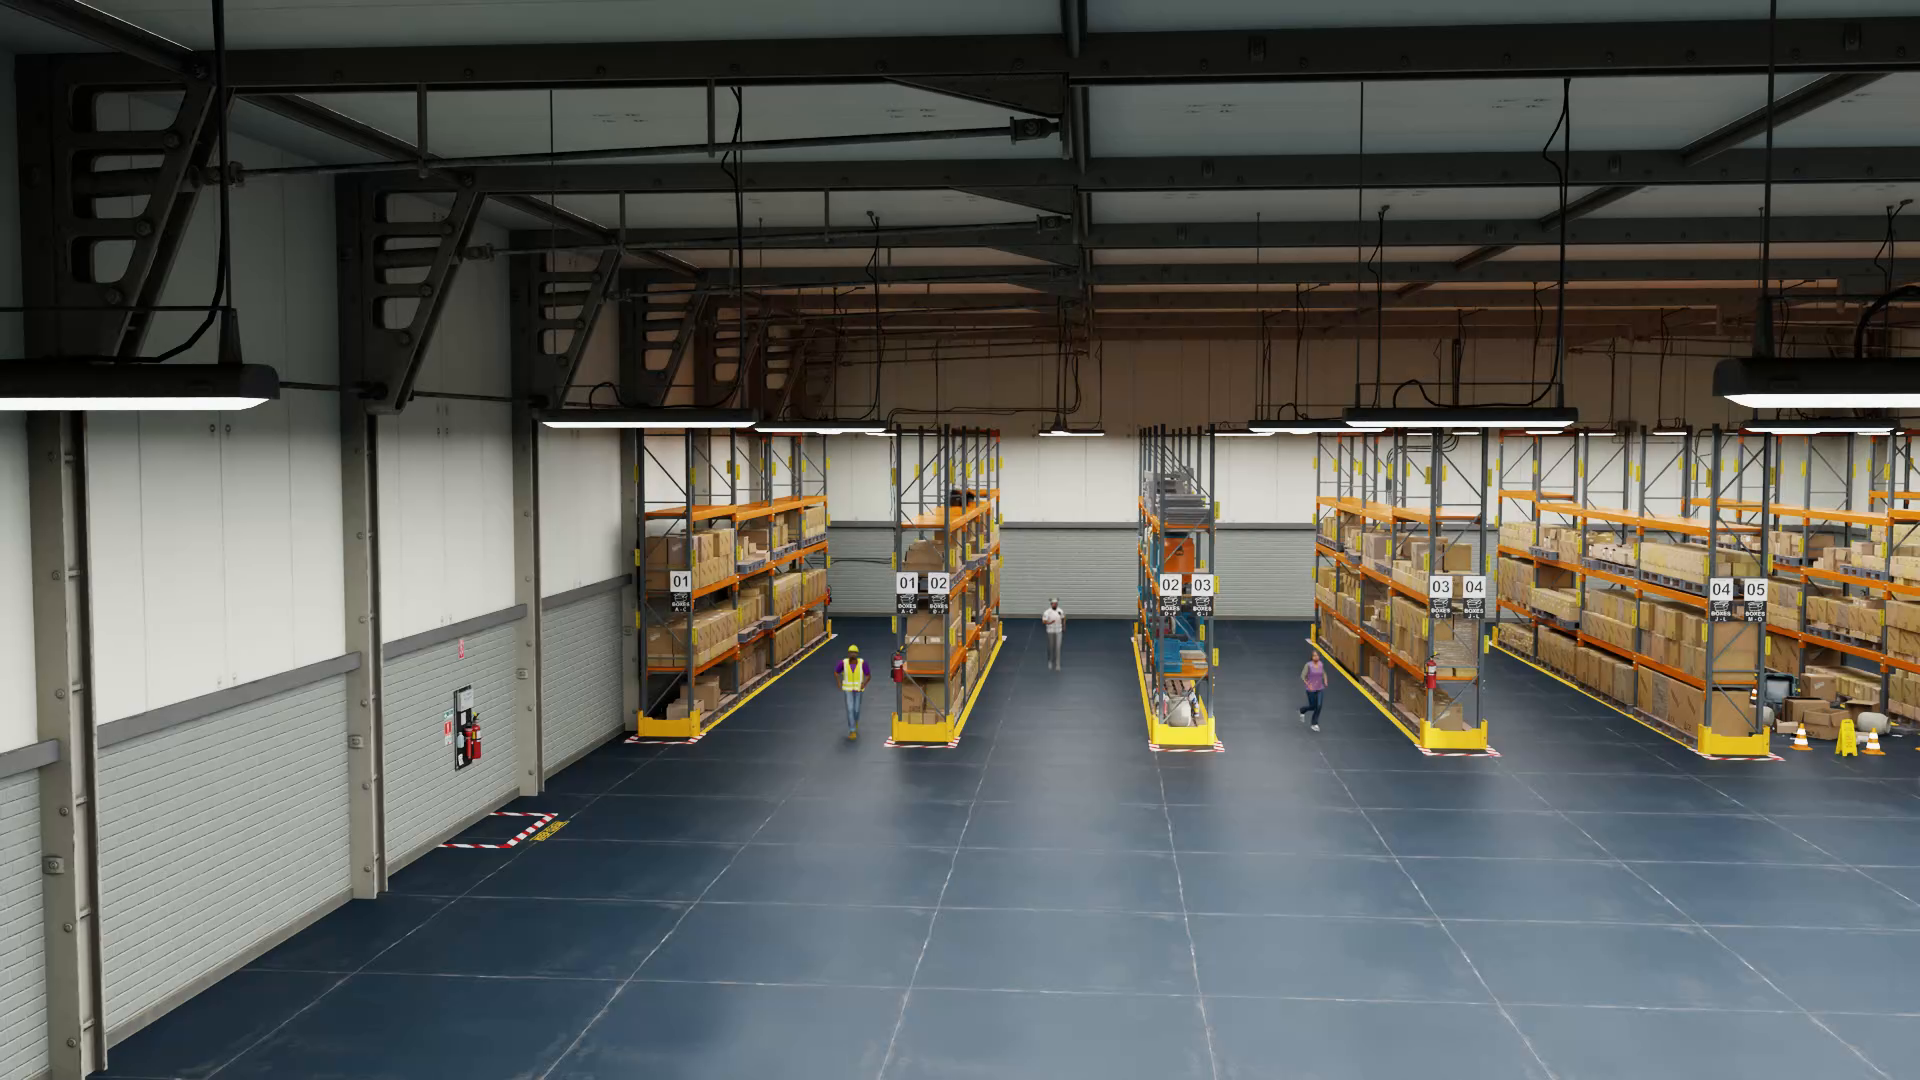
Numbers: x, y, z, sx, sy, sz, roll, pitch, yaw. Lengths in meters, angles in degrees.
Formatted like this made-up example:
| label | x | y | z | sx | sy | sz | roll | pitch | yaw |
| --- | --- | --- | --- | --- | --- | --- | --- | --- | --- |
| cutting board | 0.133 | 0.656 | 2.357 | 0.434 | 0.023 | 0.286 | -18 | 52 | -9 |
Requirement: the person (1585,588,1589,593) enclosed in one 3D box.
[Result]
| label | x | y | z | sx | sy | sz | roll | pitch | yaw |
| --- | --- | --- | --- | --- | --- | --- | --- | --- | --- |
| person | 16.890 | 2.144 | 44.921 | 0.658 | 1.718 | 0.894 | 0 | 3 | 2 |

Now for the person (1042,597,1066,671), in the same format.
| label | x | y | z | sx | sy | sz | roll | pitch | yaw |
| --- | --- | --- | --- | --- | --- | --- | --- | --- | --- |
| person | 2.224 | 2.208 | 39.153 | 0.575 | 1.735 | 0.881 | 0 | 3 | -2 |

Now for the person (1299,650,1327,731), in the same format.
| label | x | y | z | sx | sy | sz | roll | pitch | yaw |
| --- | --- | --- | --- | --- | --- | --- | --- | --- | --- |
| person | 6.982 | 2.965 | 32.831 | 0.538 | 1.560 | 0.614 | -1 | 4 | -13 |

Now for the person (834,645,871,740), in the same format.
| label | x | y | z | sx | sy | sz | roll | pitch | yaw |
| --- | --- | --- | --- | --- | --- | --- | --- | --- | --- |
| person | -2.064 | 2.901 | 32.065 | 0.701 | 1.774 | 0.870 | -1 | 4 | -9 |
